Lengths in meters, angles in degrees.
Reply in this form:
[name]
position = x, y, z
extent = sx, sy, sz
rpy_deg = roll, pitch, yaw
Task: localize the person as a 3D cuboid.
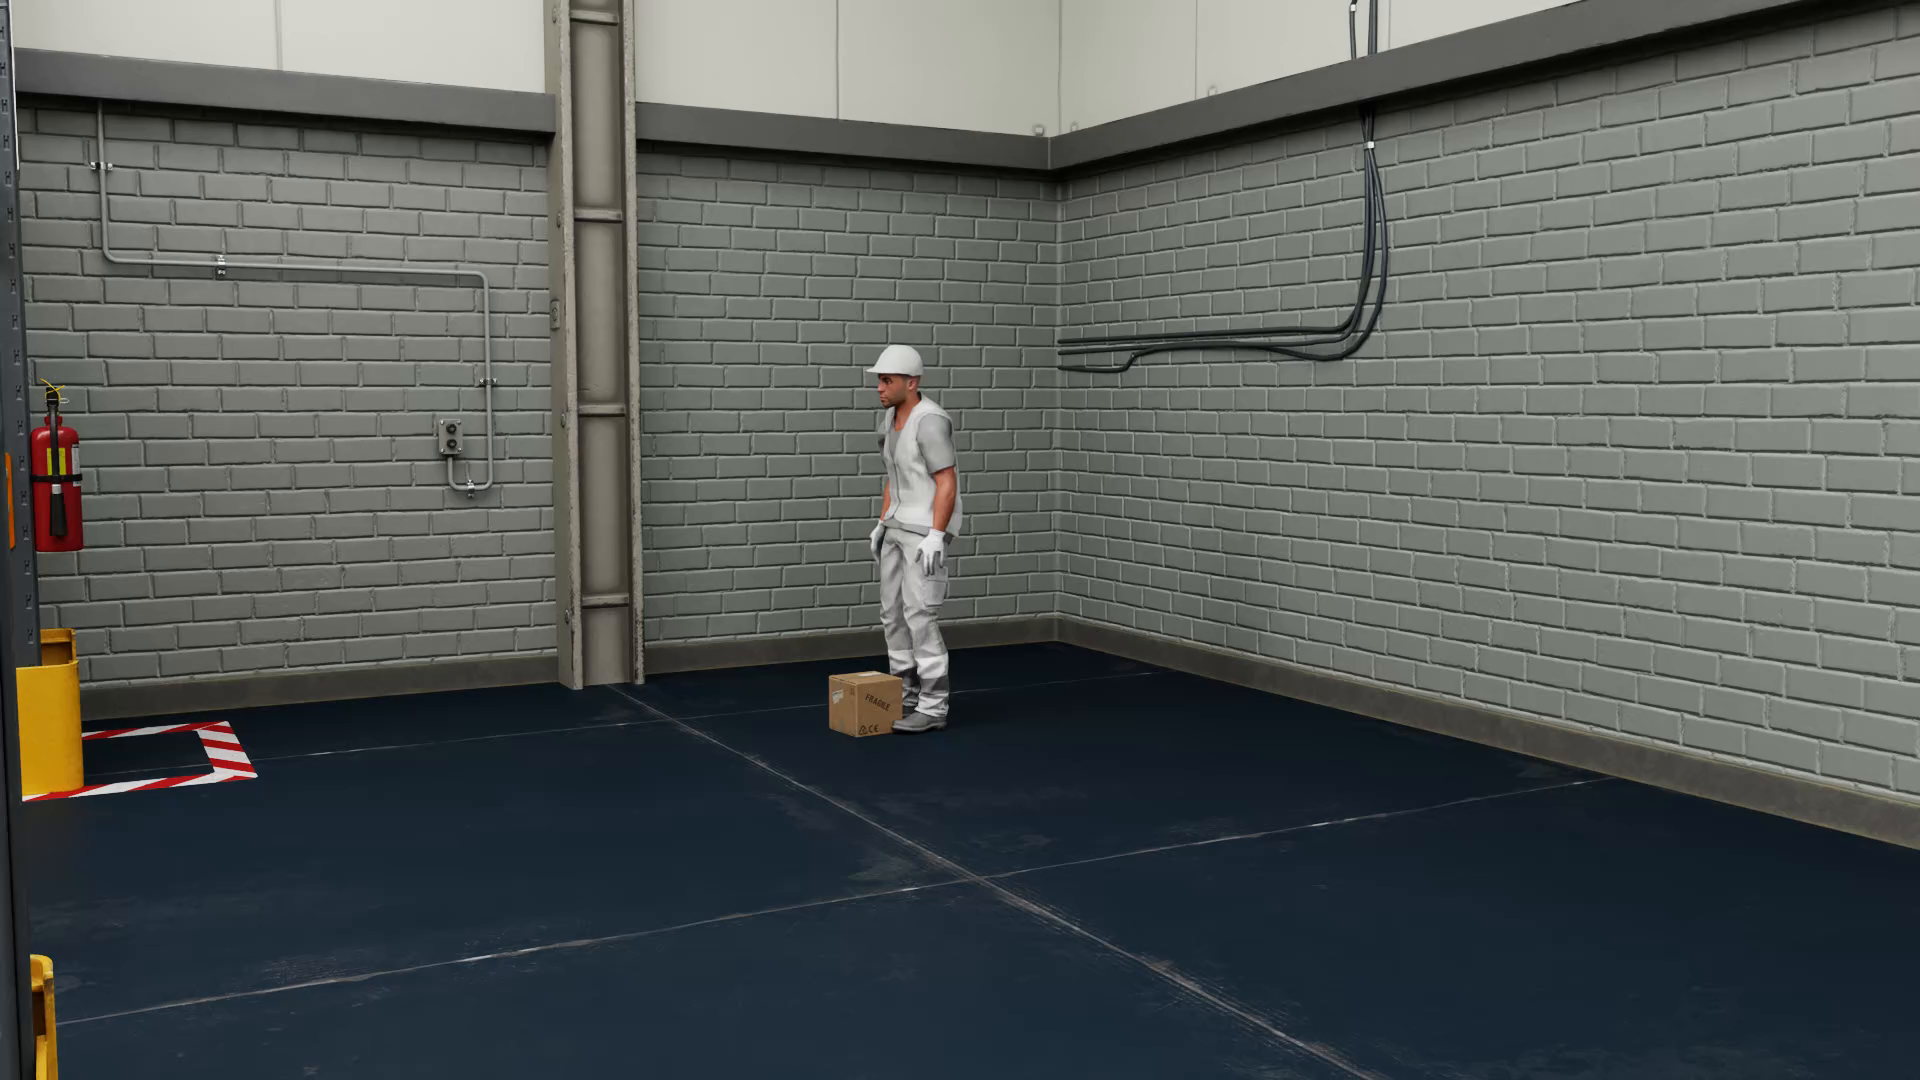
[person]
position = -0.235, -0.011, 7.733
extent = 0.455, 1.779, 0.611
rpy_deg = -3, 6, -29
